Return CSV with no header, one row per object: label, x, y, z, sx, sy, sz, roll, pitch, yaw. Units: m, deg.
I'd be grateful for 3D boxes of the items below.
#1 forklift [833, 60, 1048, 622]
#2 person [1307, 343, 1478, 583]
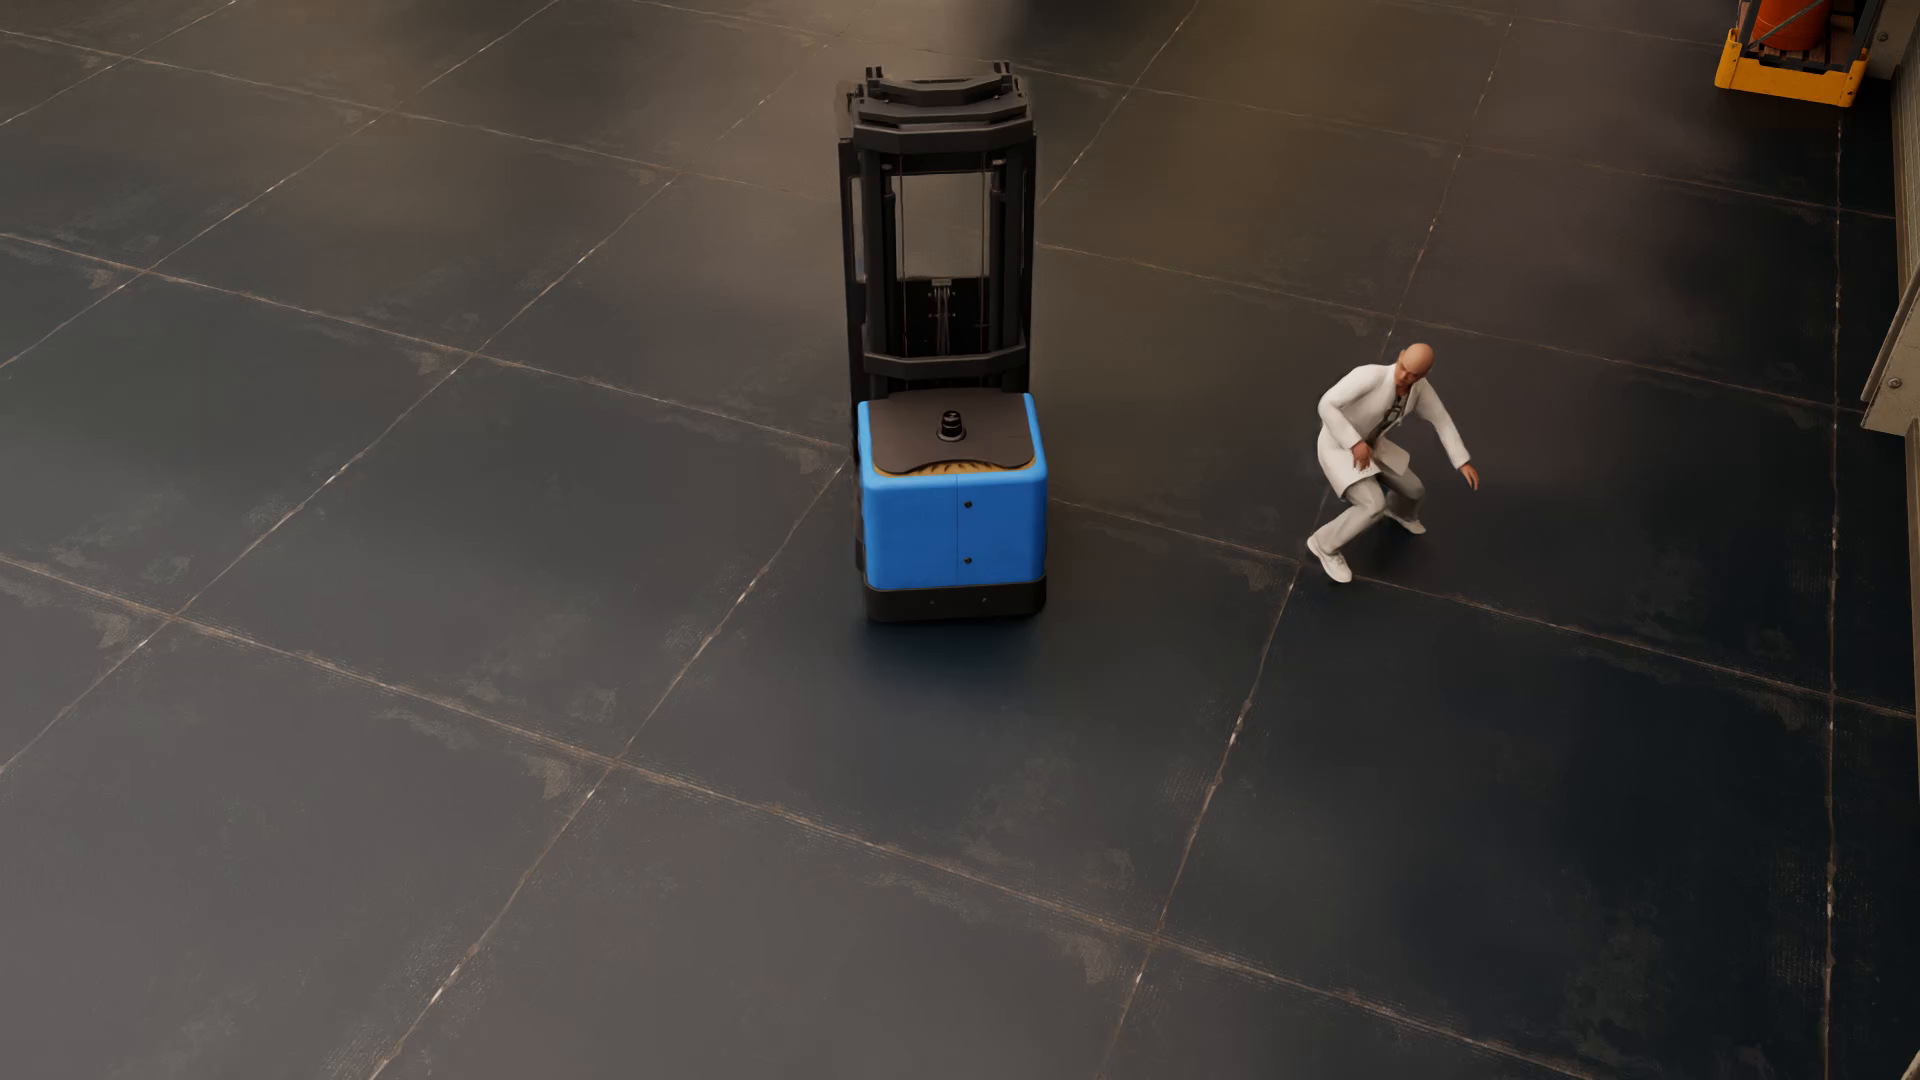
forklift,-0.148,-1.586,9.900,1.130,2.935,3.031,-3,40,-4
person,2.525,-0.473,9.741,0.912,1.554,0.782,-24,46,-26
